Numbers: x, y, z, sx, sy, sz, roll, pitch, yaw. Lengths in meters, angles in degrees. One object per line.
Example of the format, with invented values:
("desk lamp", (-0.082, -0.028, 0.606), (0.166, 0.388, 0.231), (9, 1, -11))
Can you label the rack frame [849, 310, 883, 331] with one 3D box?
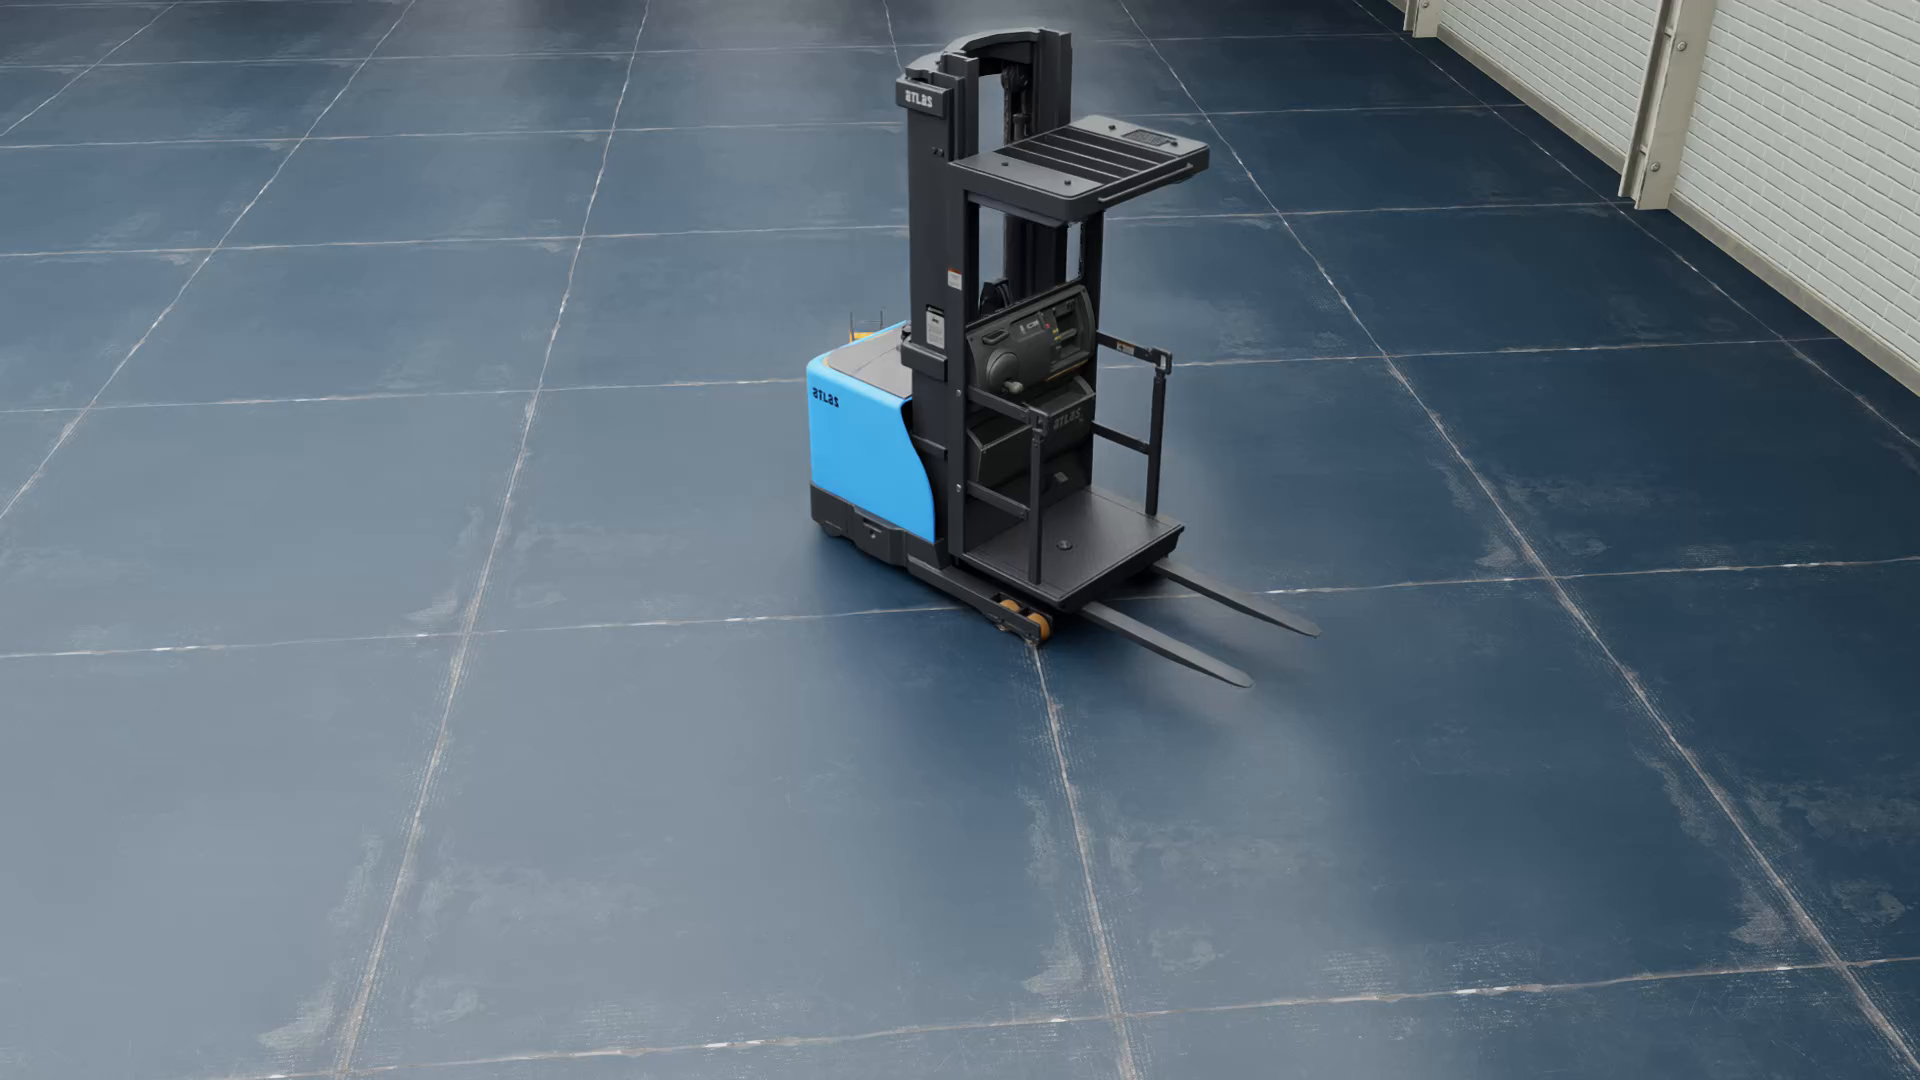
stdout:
("rack frame", (-0.566, -0.930, 10.284), (0.200, 1.050, 0.008), (-3, 31, -5))

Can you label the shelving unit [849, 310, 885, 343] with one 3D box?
("shelving unit", (-0.554, -0.868, 10.180), (0.215, 1.050, 0.252), (-3, 31, -5))

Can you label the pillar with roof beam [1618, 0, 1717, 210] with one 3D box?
("pillar with roof beam", (1.797, -6.668, 12.139), (9.100, 9.000, 0.400), (-3, 31, -5))

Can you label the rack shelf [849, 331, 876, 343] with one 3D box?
("rack shelf", (-0.554, -1.102, 10.040), (0.215, 0.259, 0.240), (-3, 31, -5))

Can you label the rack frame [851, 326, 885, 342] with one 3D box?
("rack frame", (-0.542, -0.806, 10.075), (0.200, 1.050, 0.008), (-3, 31, -5))

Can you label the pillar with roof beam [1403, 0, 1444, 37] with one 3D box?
("pillar with roof beam", (1.236, -9.732, 17.267), (9.100, 9.000, 0.400), (-3, 31, -5))

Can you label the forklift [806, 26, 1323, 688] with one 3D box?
("forklift", (0.534, -1.004, 8.574), (3.031, 2.935, 1.130), (26, 39, 36))
